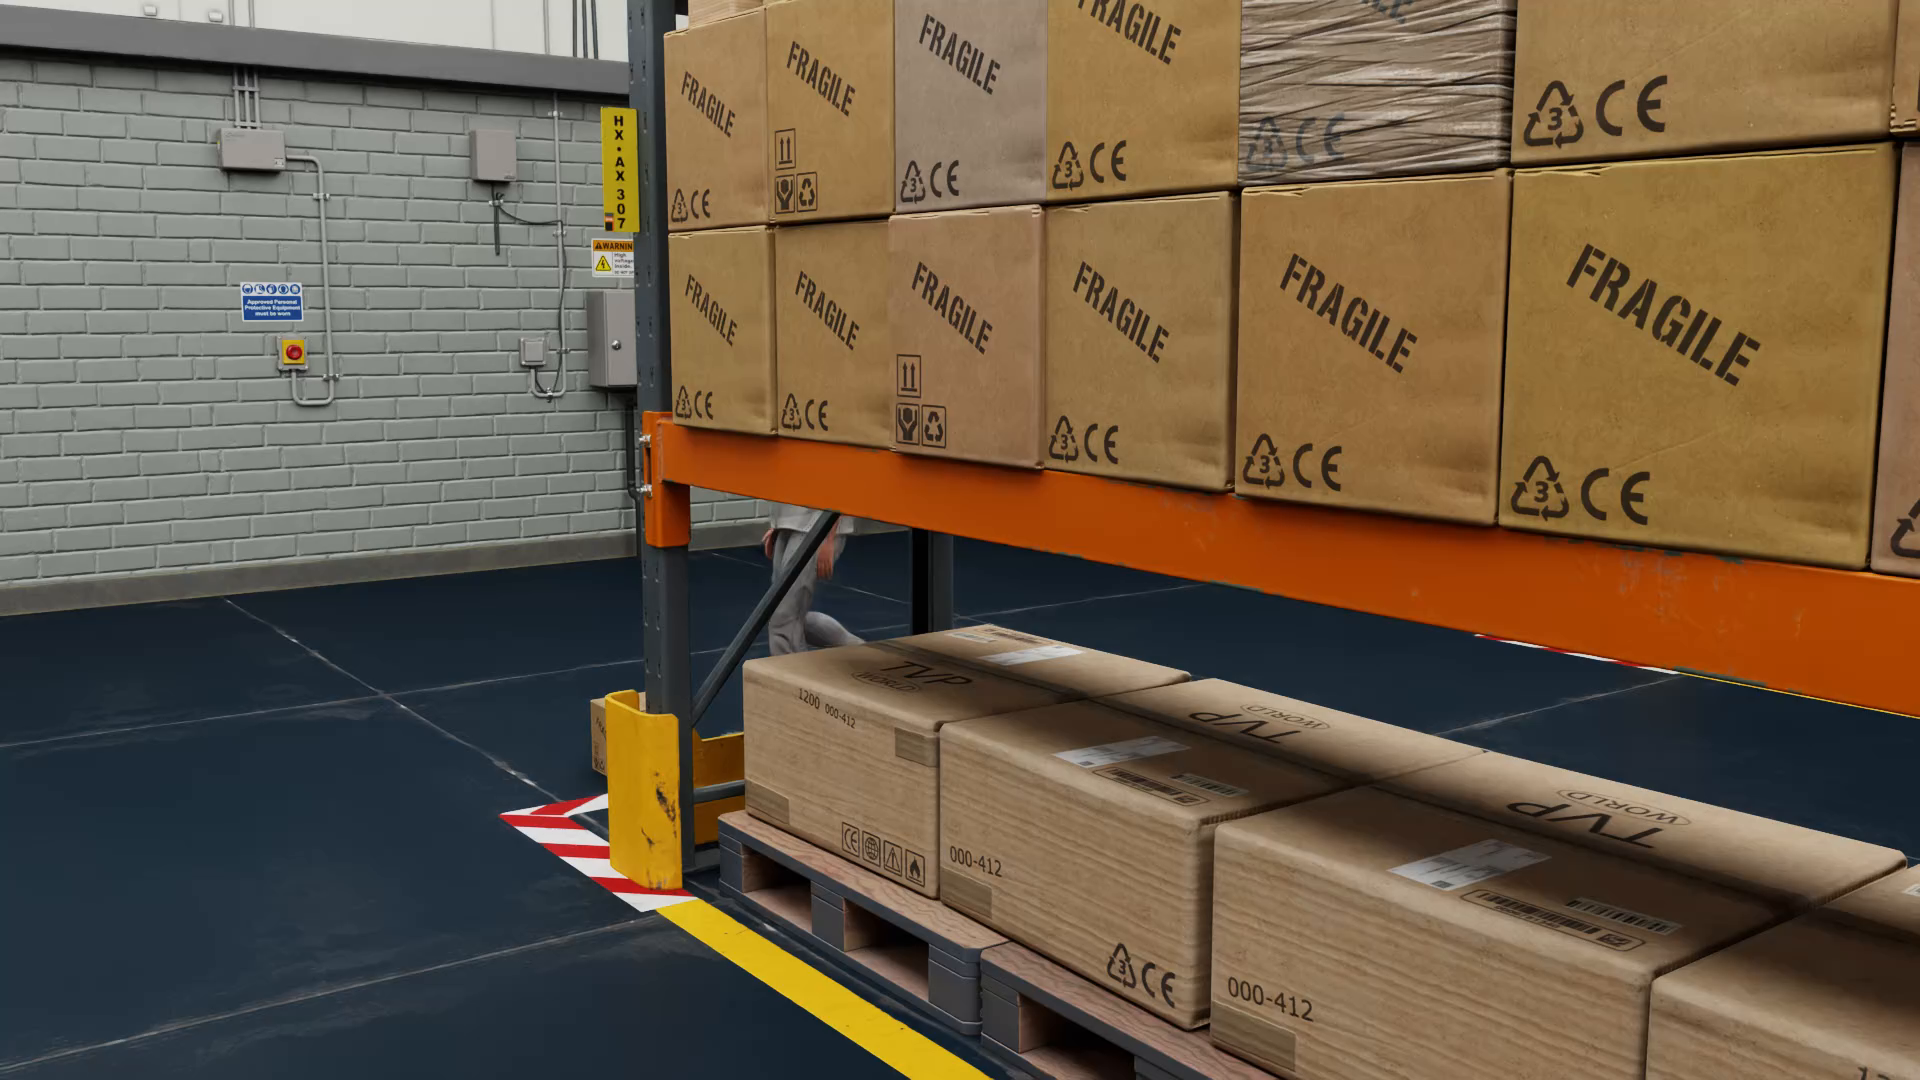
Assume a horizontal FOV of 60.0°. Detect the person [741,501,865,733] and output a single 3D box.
[{"bbox_3d":[-0.562,-0.031,6.048,0.742,1.569,0.424,-3,8,-19],"label":"person"}]
